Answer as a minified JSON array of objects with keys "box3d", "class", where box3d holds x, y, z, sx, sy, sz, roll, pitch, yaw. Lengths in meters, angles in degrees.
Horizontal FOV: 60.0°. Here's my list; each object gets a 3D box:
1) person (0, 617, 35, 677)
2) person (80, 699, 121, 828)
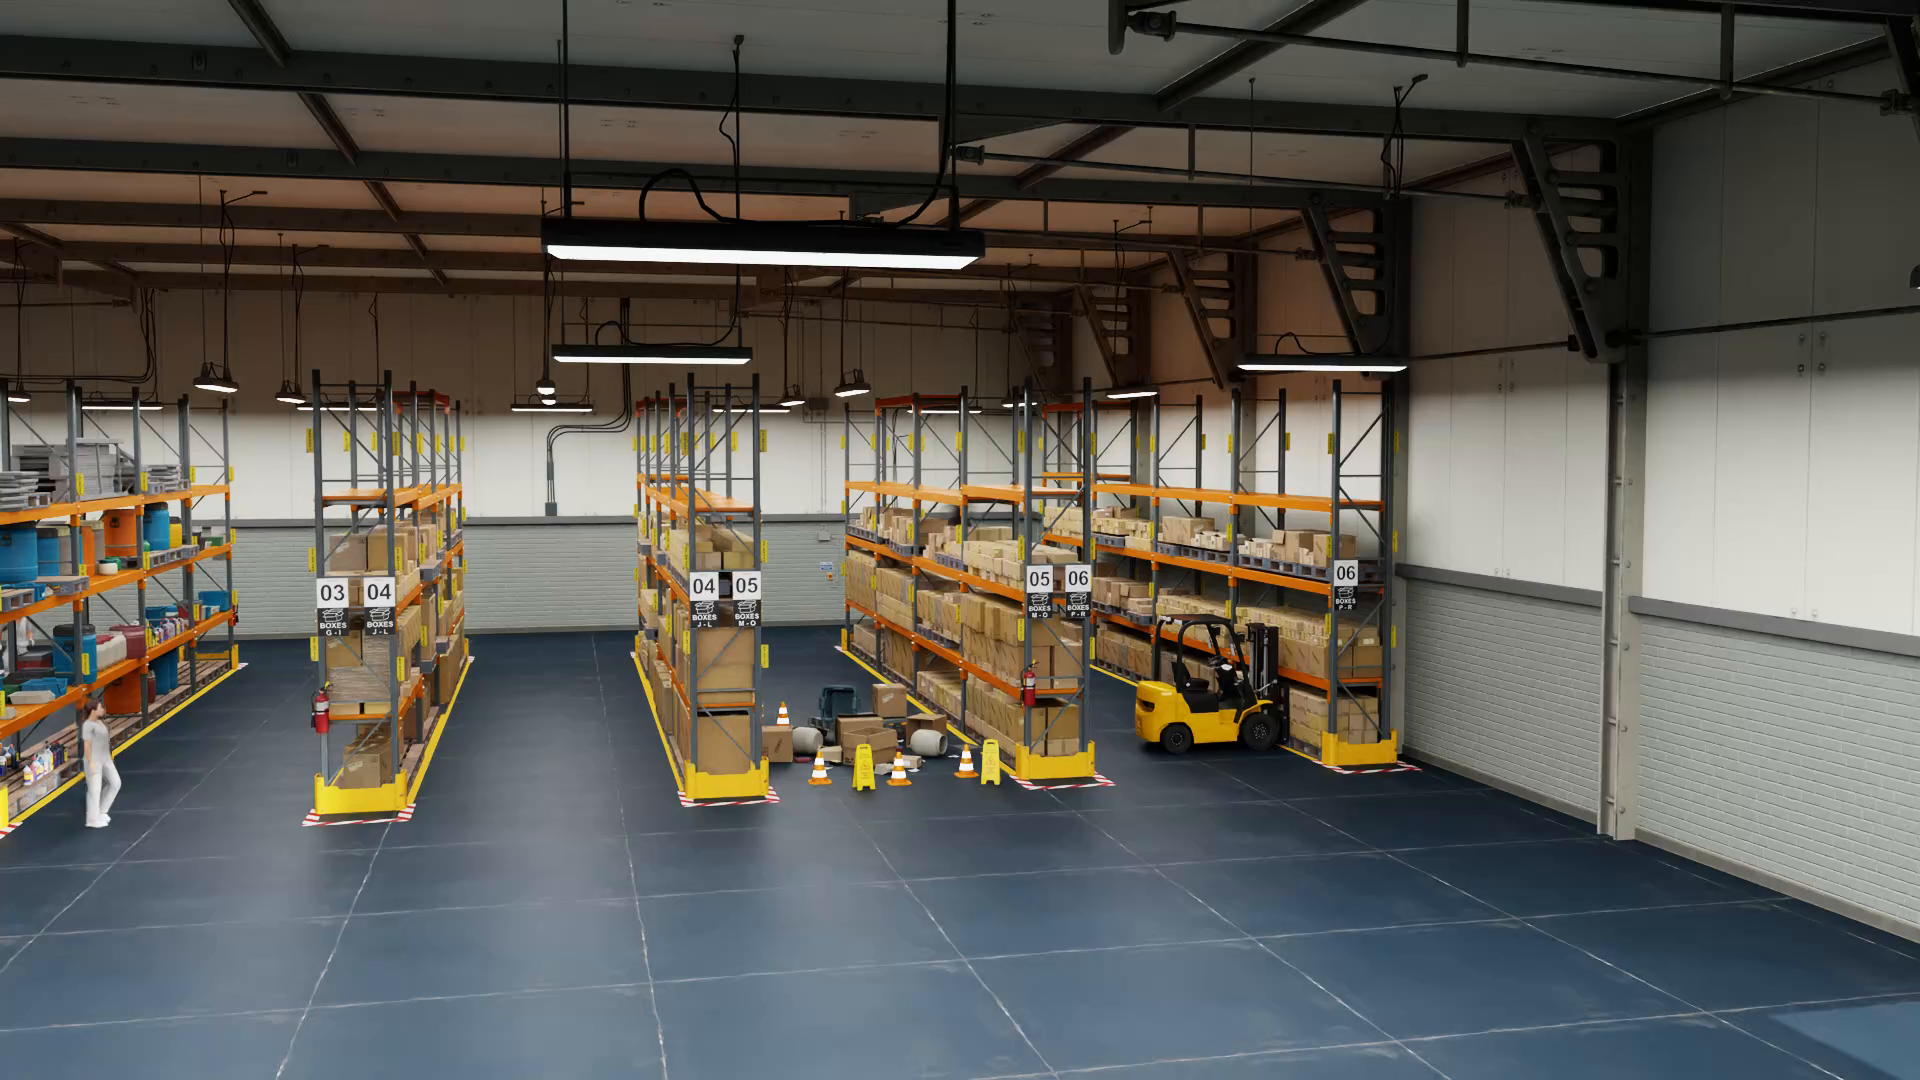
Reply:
[{"box3d":[-19.259,2.205,33.945,0.769,1.812,0.877,-1,3,-13],"class":"person"},{"box3d":[-11.339,2.913,21.816,0.425,1.672,0.524,1,3,9],"class":"person"}]
